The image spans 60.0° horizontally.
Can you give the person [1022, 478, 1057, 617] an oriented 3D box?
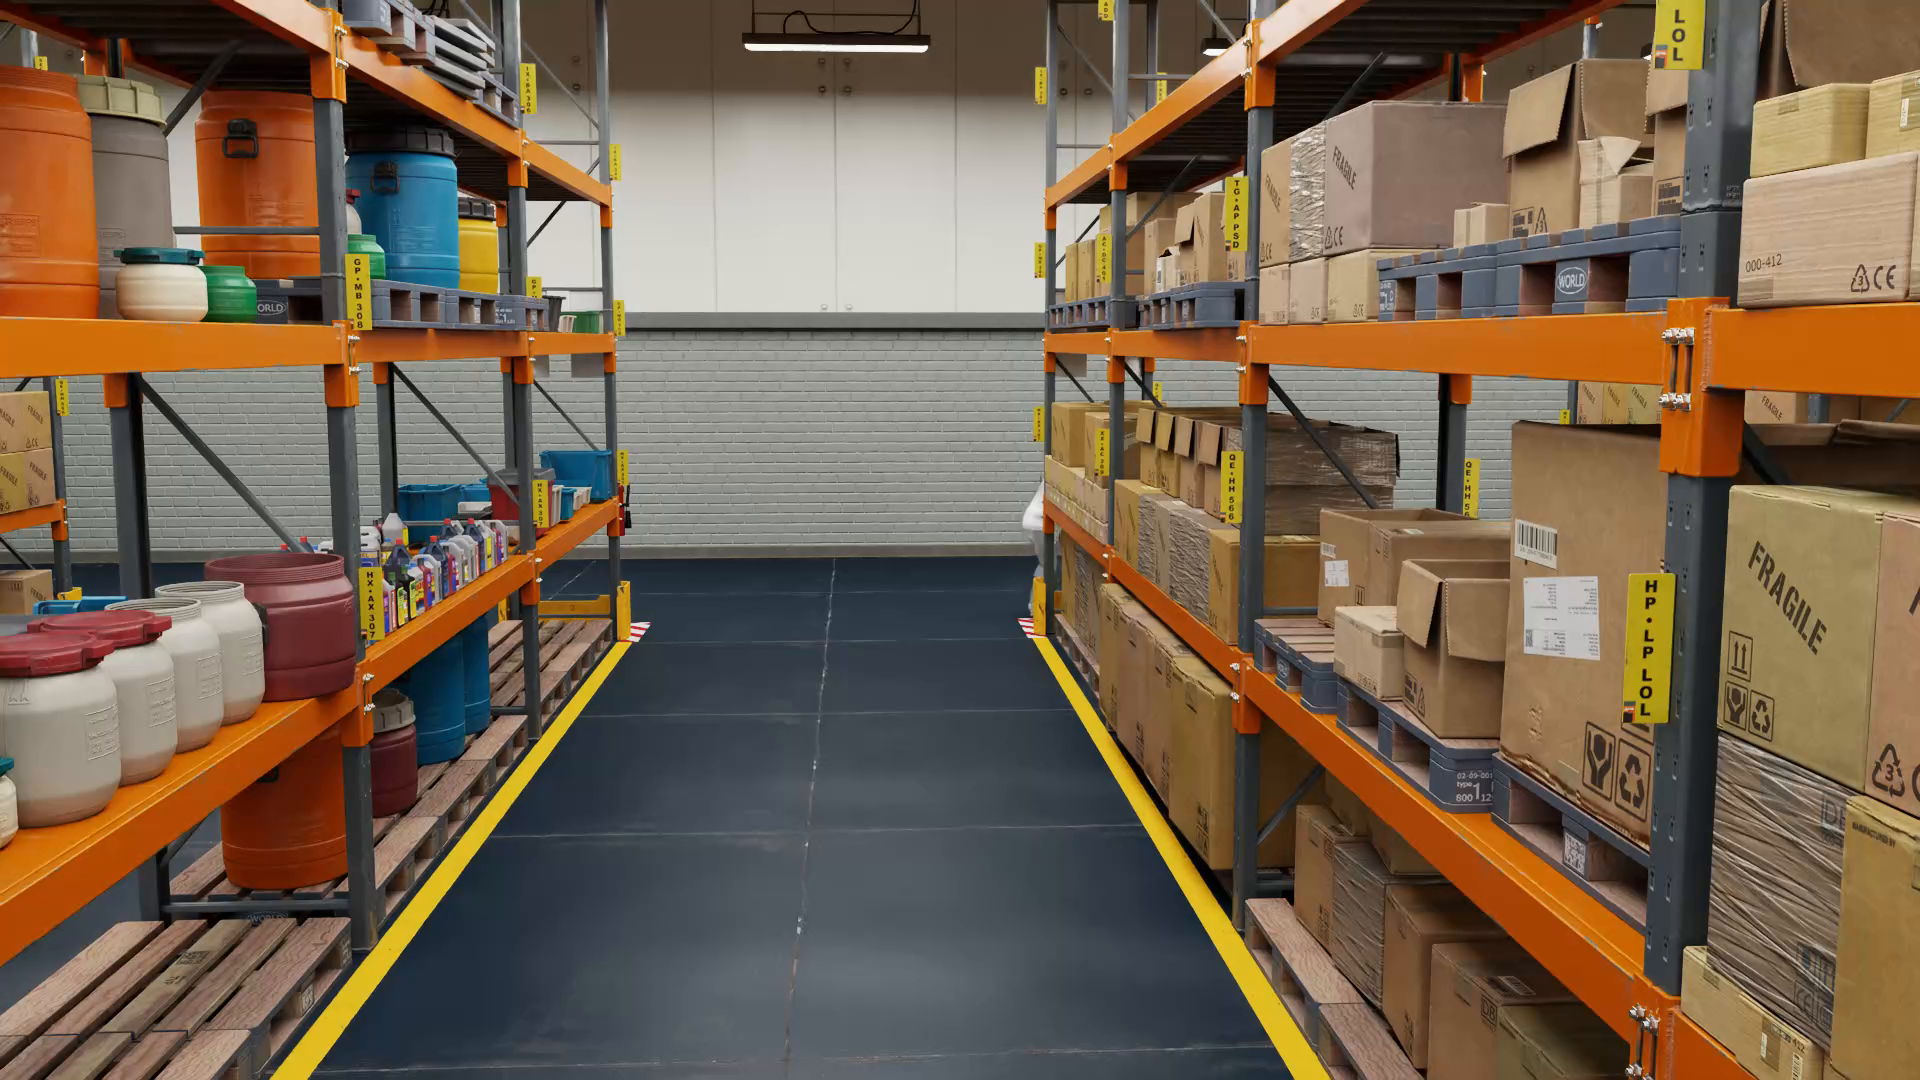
[{"bbox_3d":[0.945,-0.089,16.690,0.638,1.693,0.488,0,7,1],"label":"person"}]
